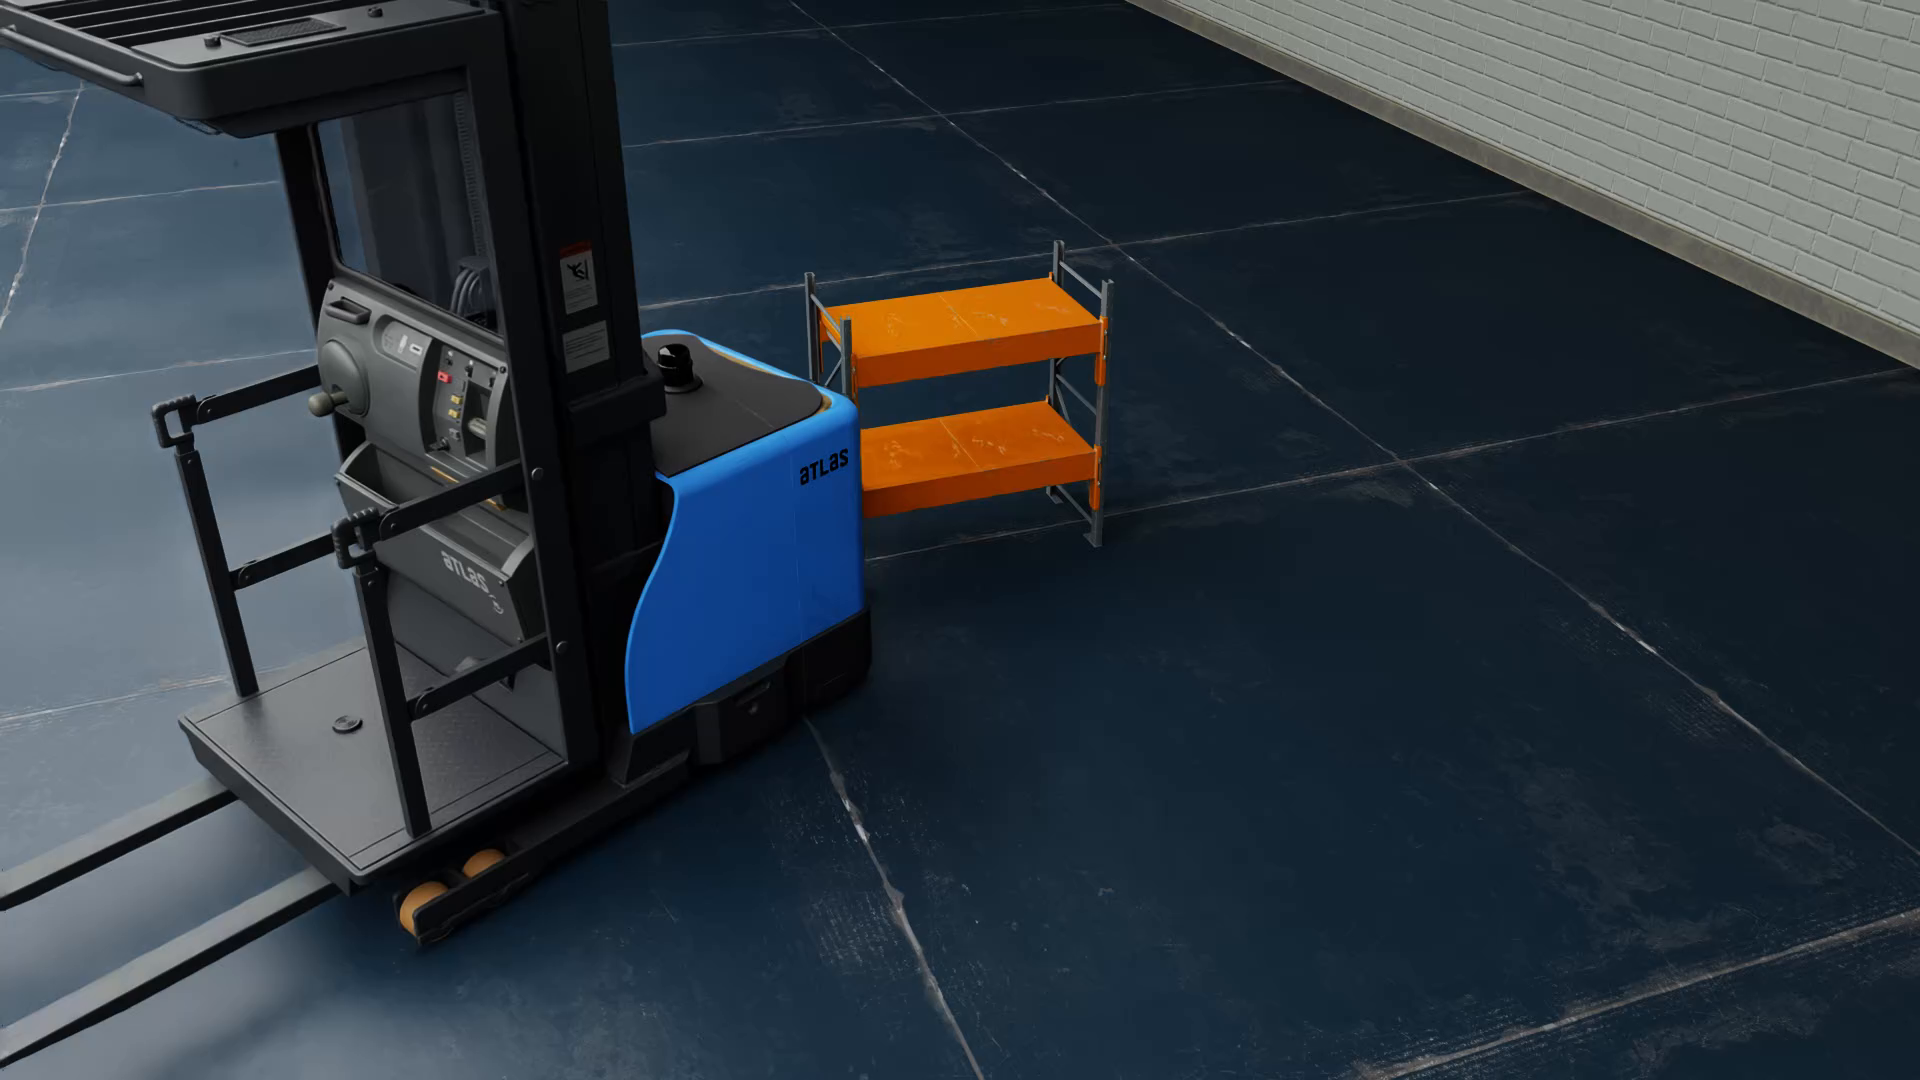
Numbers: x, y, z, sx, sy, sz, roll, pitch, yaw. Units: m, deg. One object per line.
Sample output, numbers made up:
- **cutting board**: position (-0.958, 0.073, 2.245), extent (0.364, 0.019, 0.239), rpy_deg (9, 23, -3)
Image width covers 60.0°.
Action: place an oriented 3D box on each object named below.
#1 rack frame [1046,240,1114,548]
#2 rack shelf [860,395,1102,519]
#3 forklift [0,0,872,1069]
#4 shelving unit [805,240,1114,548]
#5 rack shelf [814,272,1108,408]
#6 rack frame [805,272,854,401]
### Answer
- **rack frame**: position (0.470, -0.575, 6.624), extent (0.032, 1.125, 0.500), rpy_deg (-10, 31, -18)
- **rack shelf**: position (-0.006, -0.275, 6.591), extent (1.000, 0.278, 0.538), rpy_deg (-10, 31, -18)
- **forklift**: position (-1.680, -0.415, 4.518), extent (1.130, 2.935, 3.031), rpy_deg (25, 38, 36)
- **shelving unit**: position (-0.006, -0.488, 6.469), extent (1.048, 1.125, 0.538), rpy_deg (-10, 31, -18)
- **rack shelf**: position (-0.006, -0.742, 6.325), extent (1.000, 0.278, 0.538), rpy_deg (-10, 31, -18)
- **rack frame**: position (-0.483, -0.400, 6.315), extent (0.032, 1.125, 0.500), rpy_deg (-10, 31, -18)
